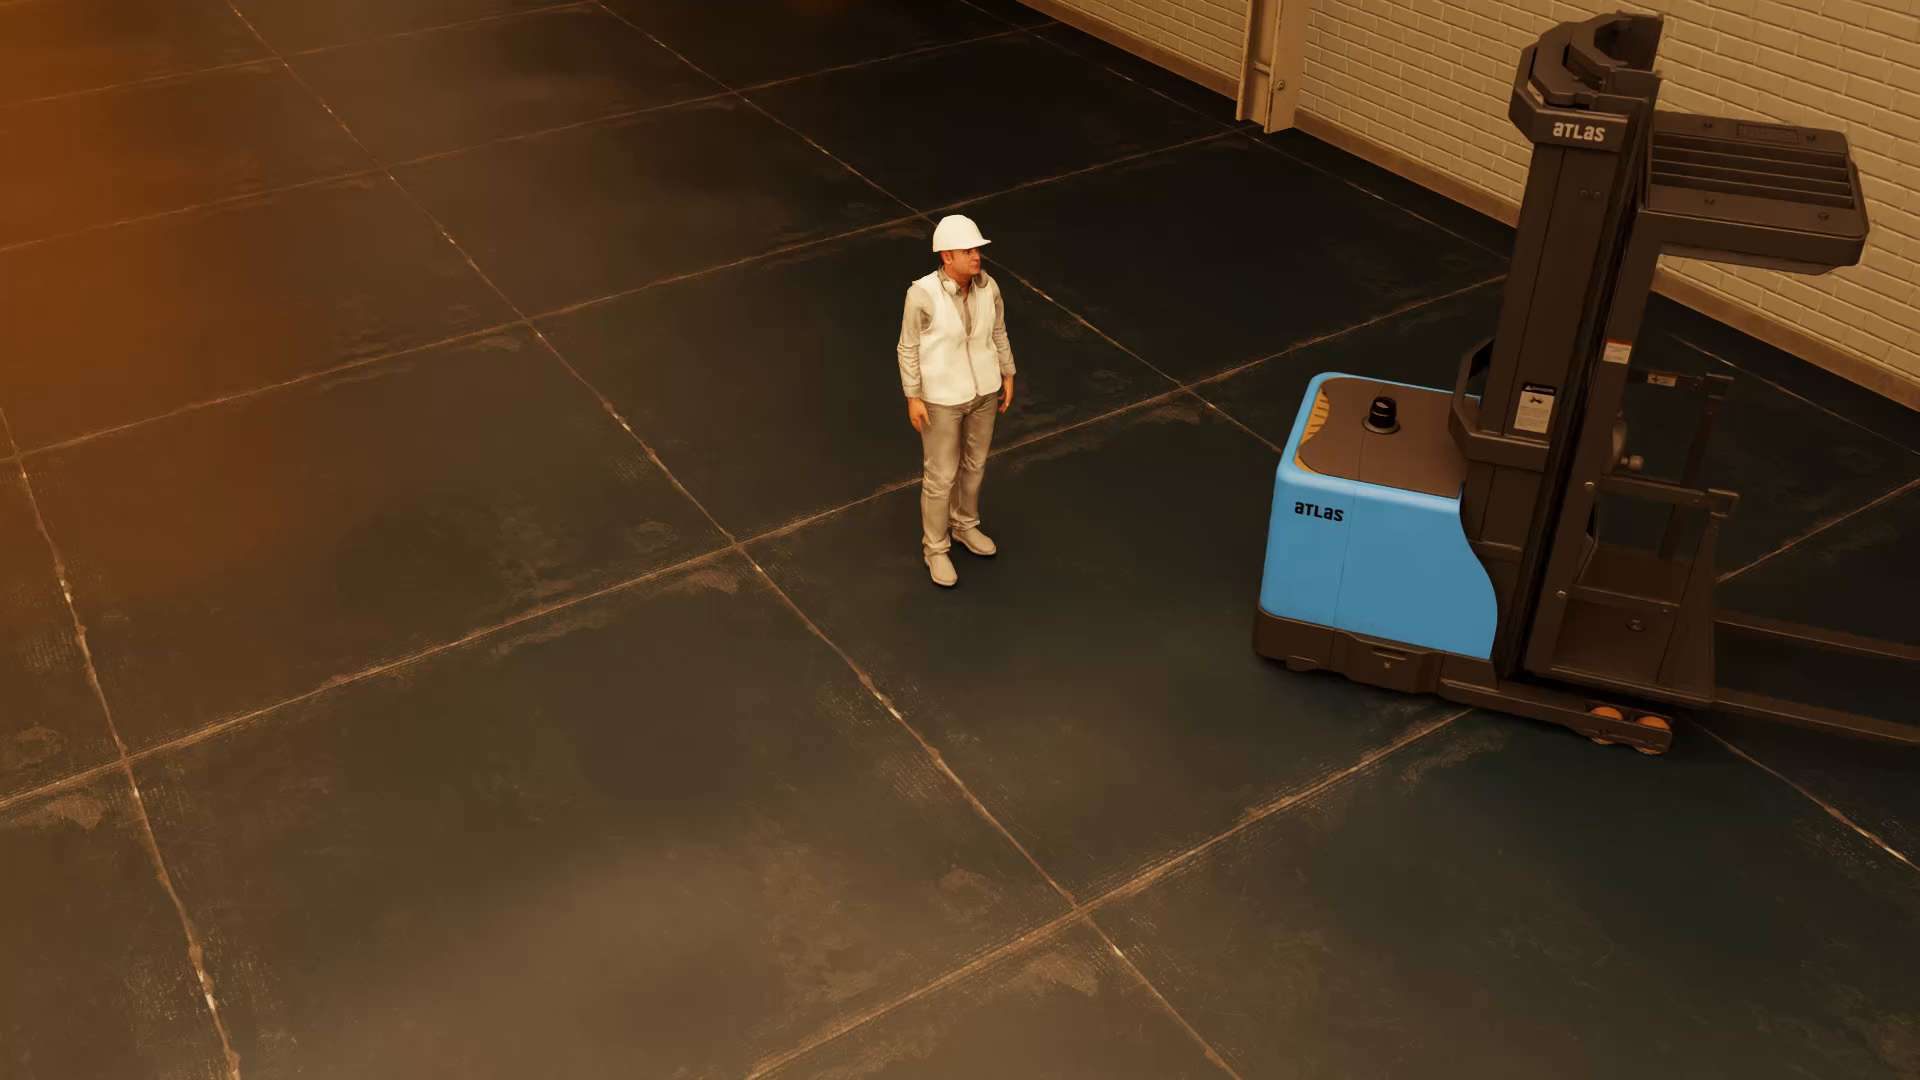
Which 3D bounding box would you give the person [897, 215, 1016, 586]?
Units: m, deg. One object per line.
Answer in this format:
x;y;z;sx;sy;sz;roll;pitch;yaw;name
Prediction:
0.025;-0.698;8.135;0.626;1.775;0.566;-21;40;-27;person

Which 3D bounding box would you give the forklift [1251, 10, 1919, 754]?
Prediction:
2.953;-0.599;7.000;3.031;2.935;1.130;12;37;16;forklift
